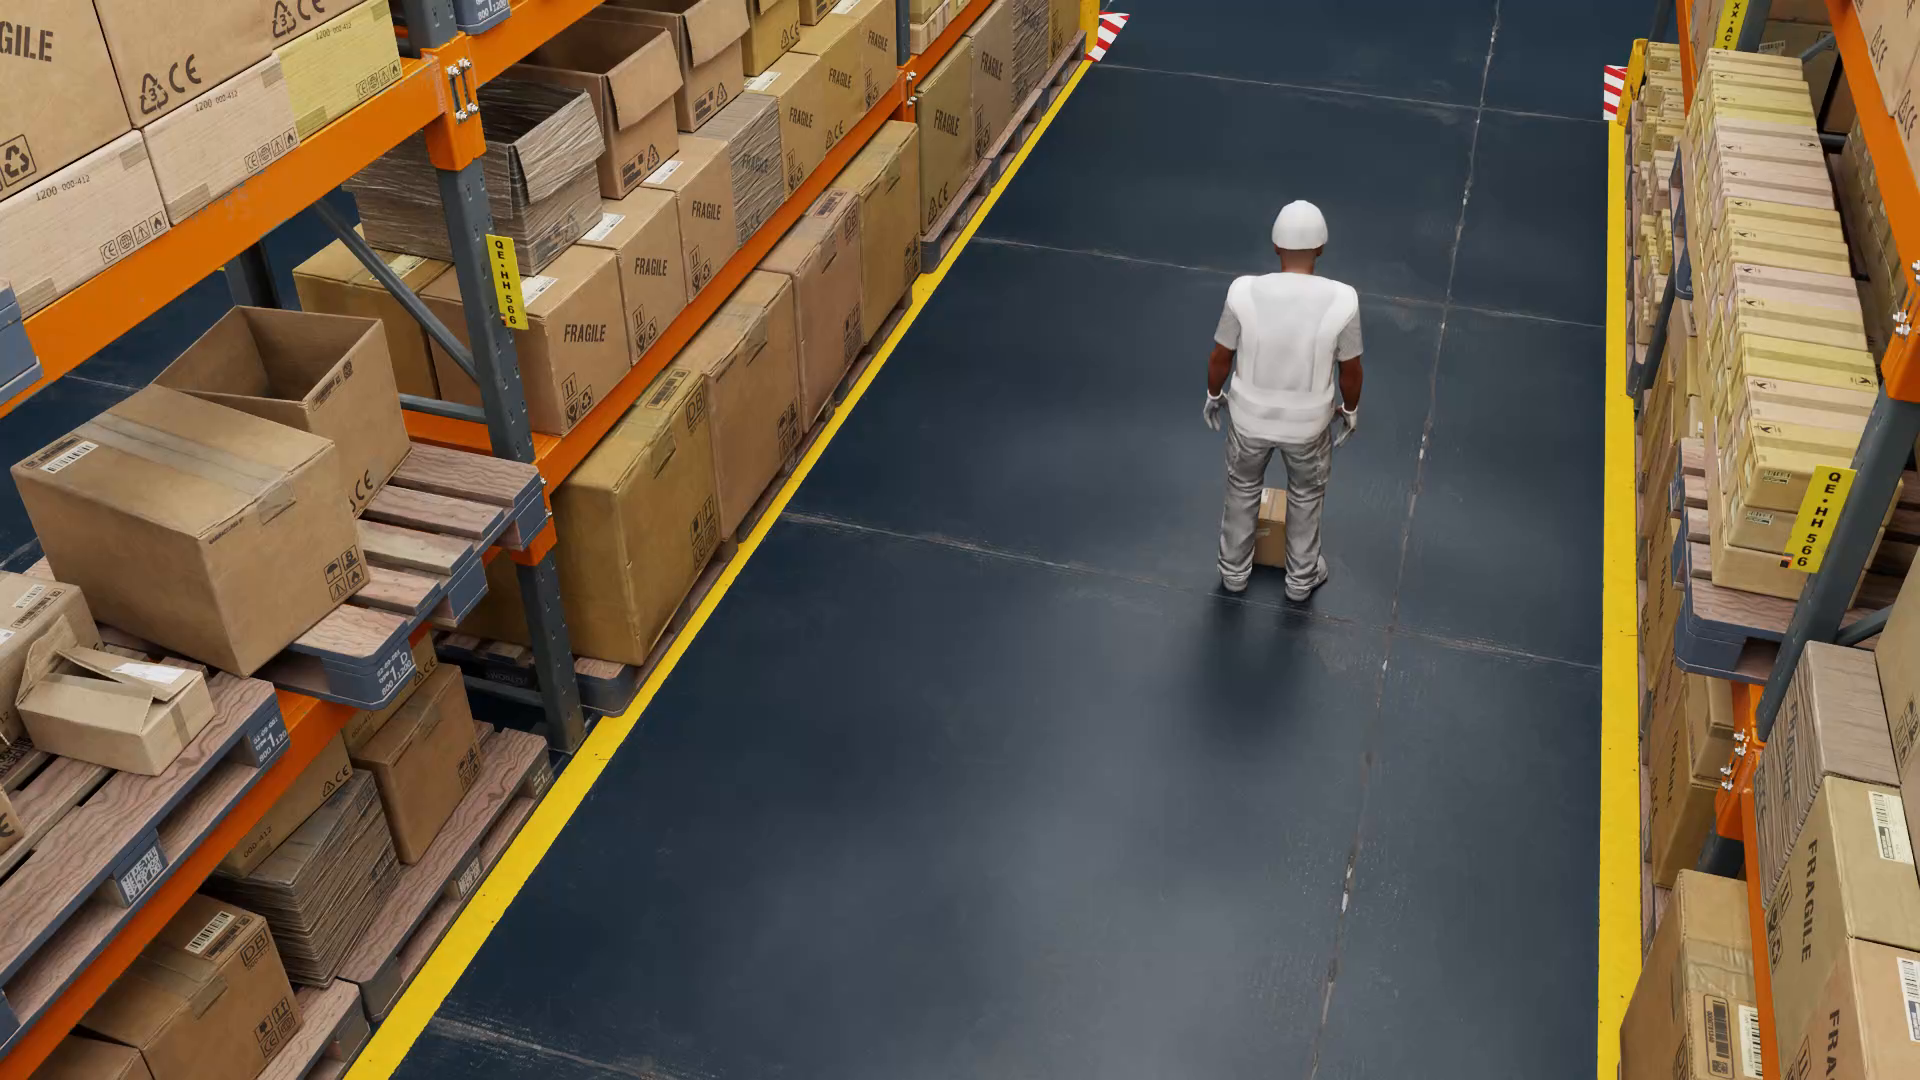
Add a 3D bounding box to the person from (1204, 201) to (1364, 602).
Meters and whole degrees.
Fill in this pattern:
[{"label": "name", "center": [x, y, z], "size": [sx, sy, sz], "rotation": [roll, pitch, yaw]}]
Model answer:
[{"label": "person", "center": [1.324, -0.540, 6.862], "size": [0.631, 1.776, 0.443], "rotation": [9, 38, 12]}]
